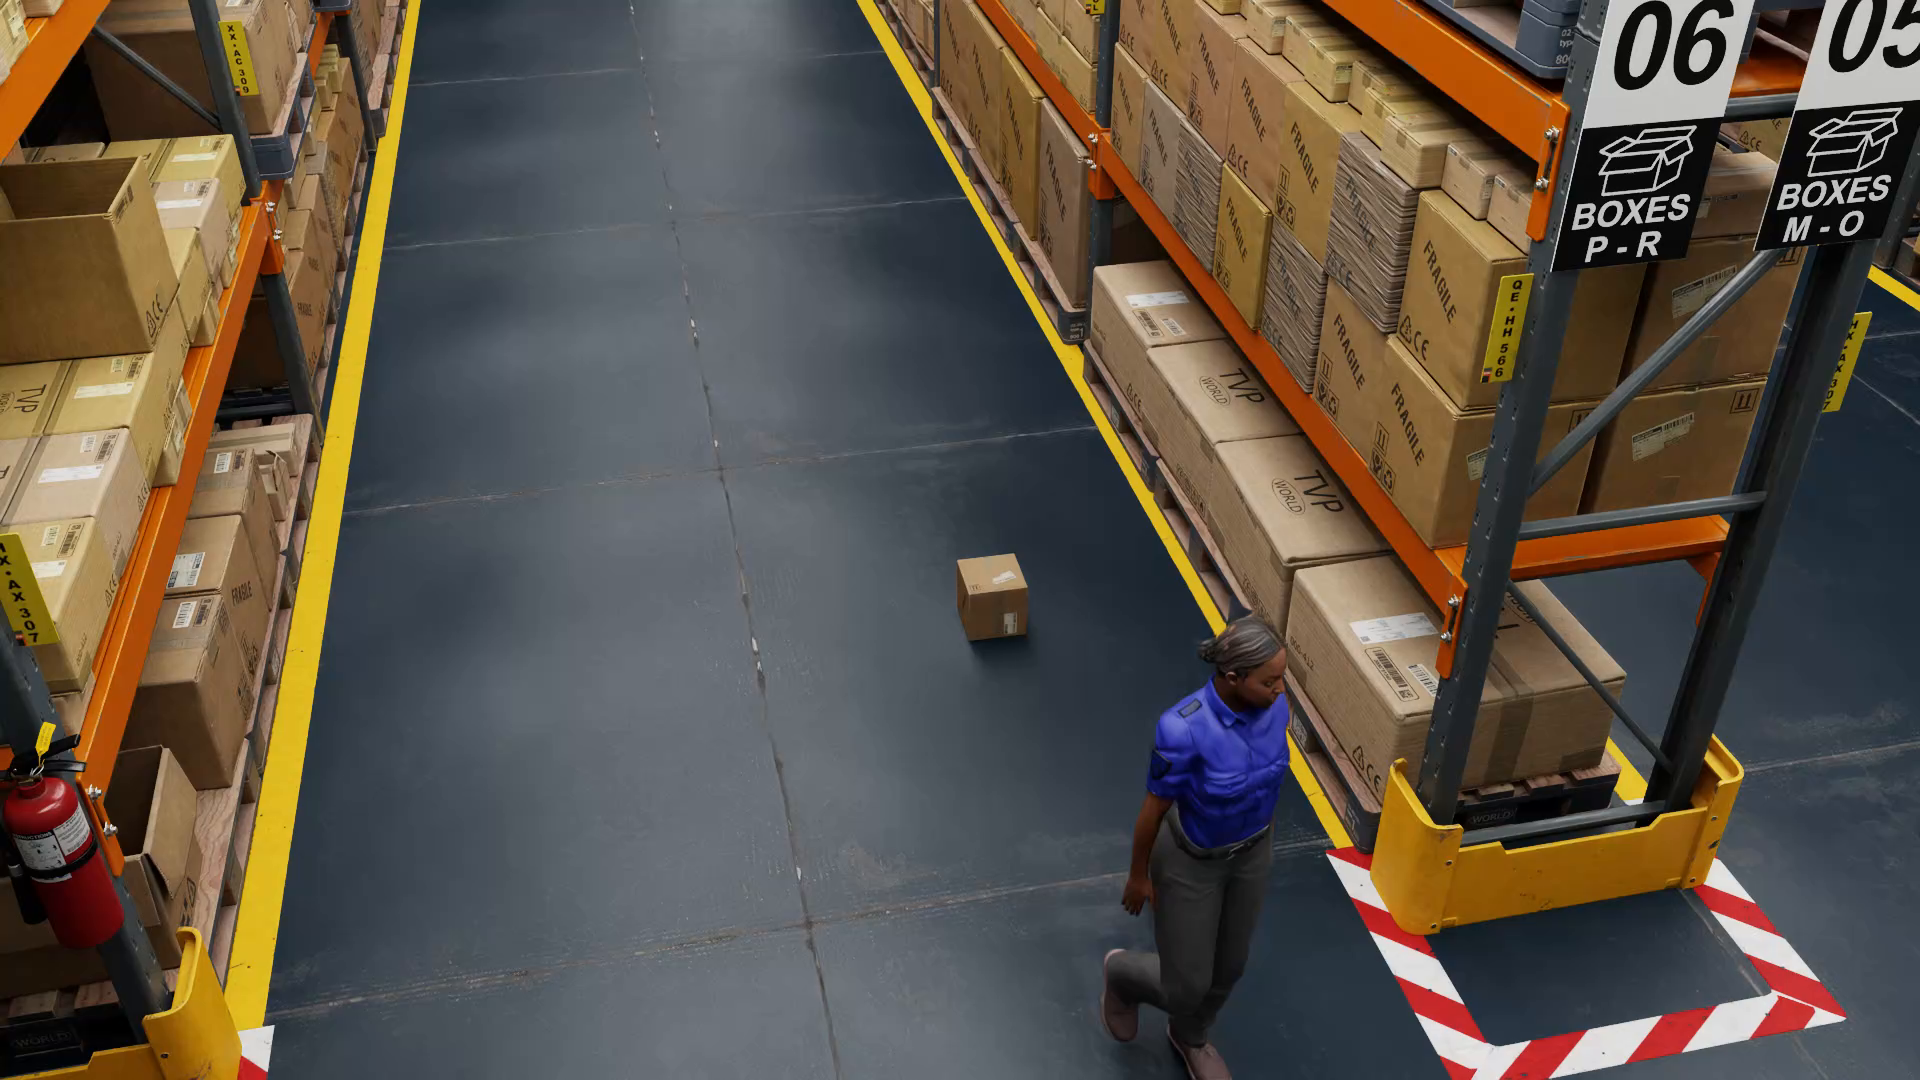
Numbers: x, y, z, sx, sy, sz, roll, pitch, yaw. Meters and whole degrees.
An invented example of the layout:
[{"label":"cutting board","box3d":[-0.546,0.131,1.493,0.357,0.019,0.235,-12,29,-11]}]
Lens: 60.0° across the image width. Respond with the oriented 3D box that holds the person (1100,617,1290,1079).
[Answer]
[{"label":"person","box3d":[0.706,0.909,4.797,0.512,1.642,0.473,-18,38,-24]}]
